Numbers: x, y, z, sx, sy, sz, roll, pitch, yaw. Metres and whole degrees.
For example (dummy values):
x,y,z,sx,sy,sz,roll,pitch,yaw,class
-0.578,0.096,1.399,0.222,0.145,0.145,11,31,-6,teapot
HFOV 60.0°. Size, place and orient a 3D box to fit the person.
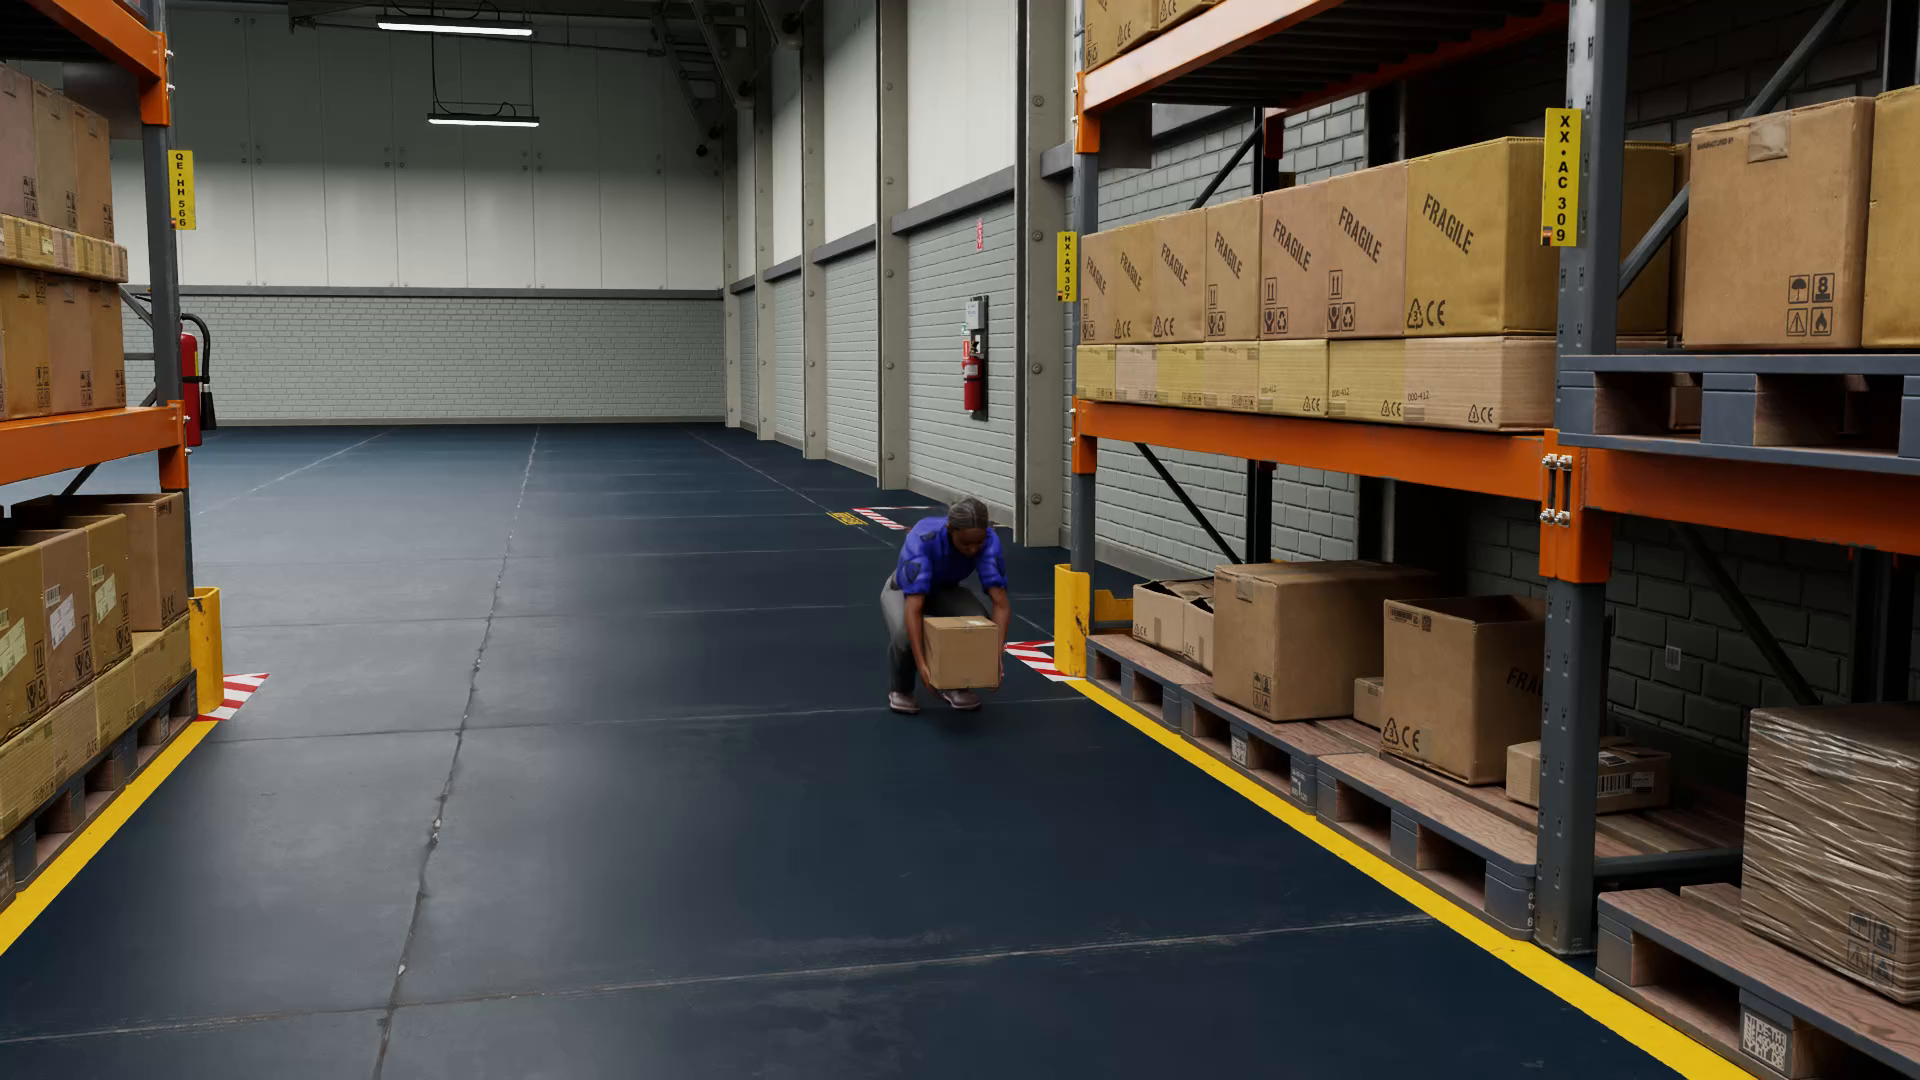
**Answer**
x,y,z,sx,sy,sz,roll,pitch,yaw,class
-0.070,0.289,7.041,0.484,0.910,0.821,-2,6,-14,person
